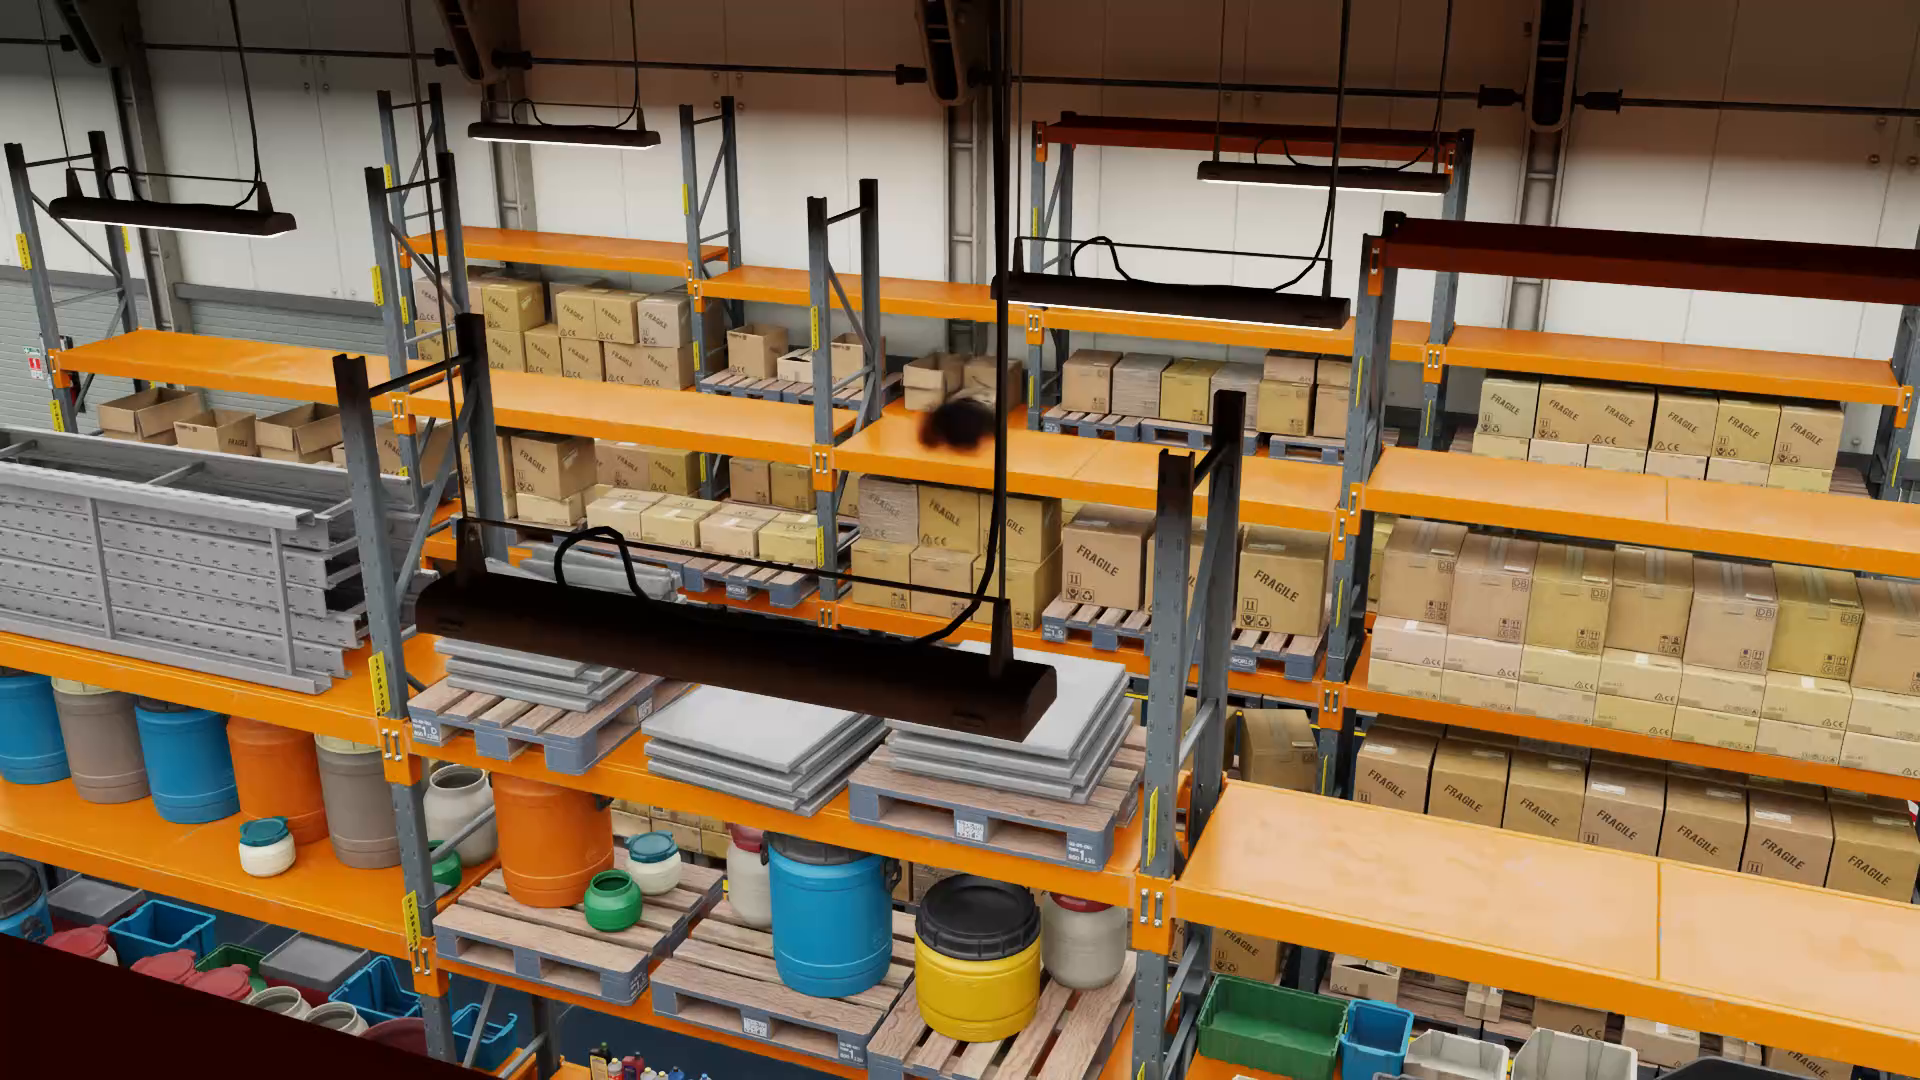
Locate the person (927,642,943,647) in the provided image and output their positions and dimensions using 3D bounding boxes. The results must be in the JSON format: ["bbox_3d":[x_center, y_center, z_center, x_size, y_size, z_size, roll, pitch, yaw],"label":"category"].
[{"bbox_3d":[-0.015,1.677,15.842,0.693,1.518,0.514,-1,21,-1],"label":"person"}]
